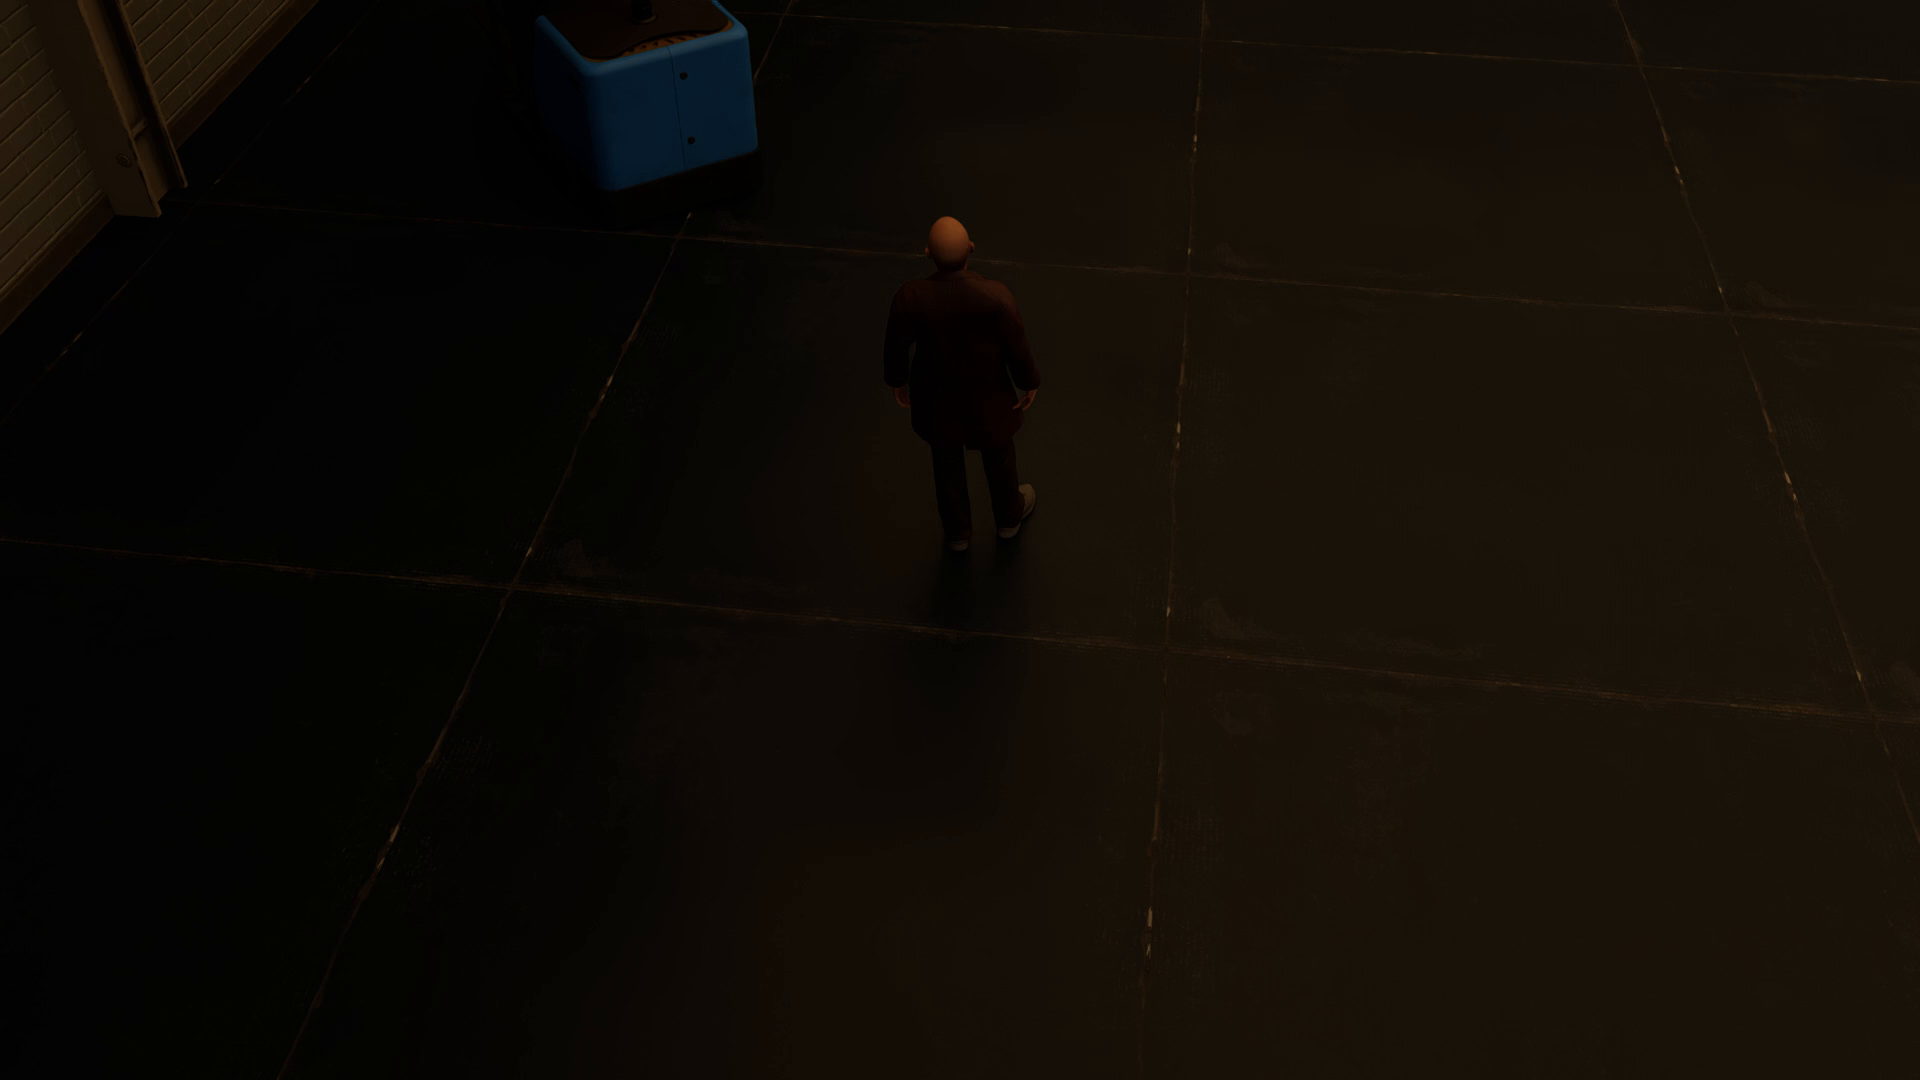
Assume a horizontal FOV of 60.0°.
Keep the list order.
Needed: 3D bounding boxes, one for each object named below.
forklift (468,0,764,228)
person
[{"bbox_3d":[-2.384,-3.898,9.968,1.130,2.935,3.031,-22,47,-22],"label":"forklift"},{"bbox_3d":[0.017,-0.720,7.350,0.696,1.776,0.582,5,43,6],"label":"person"}]
